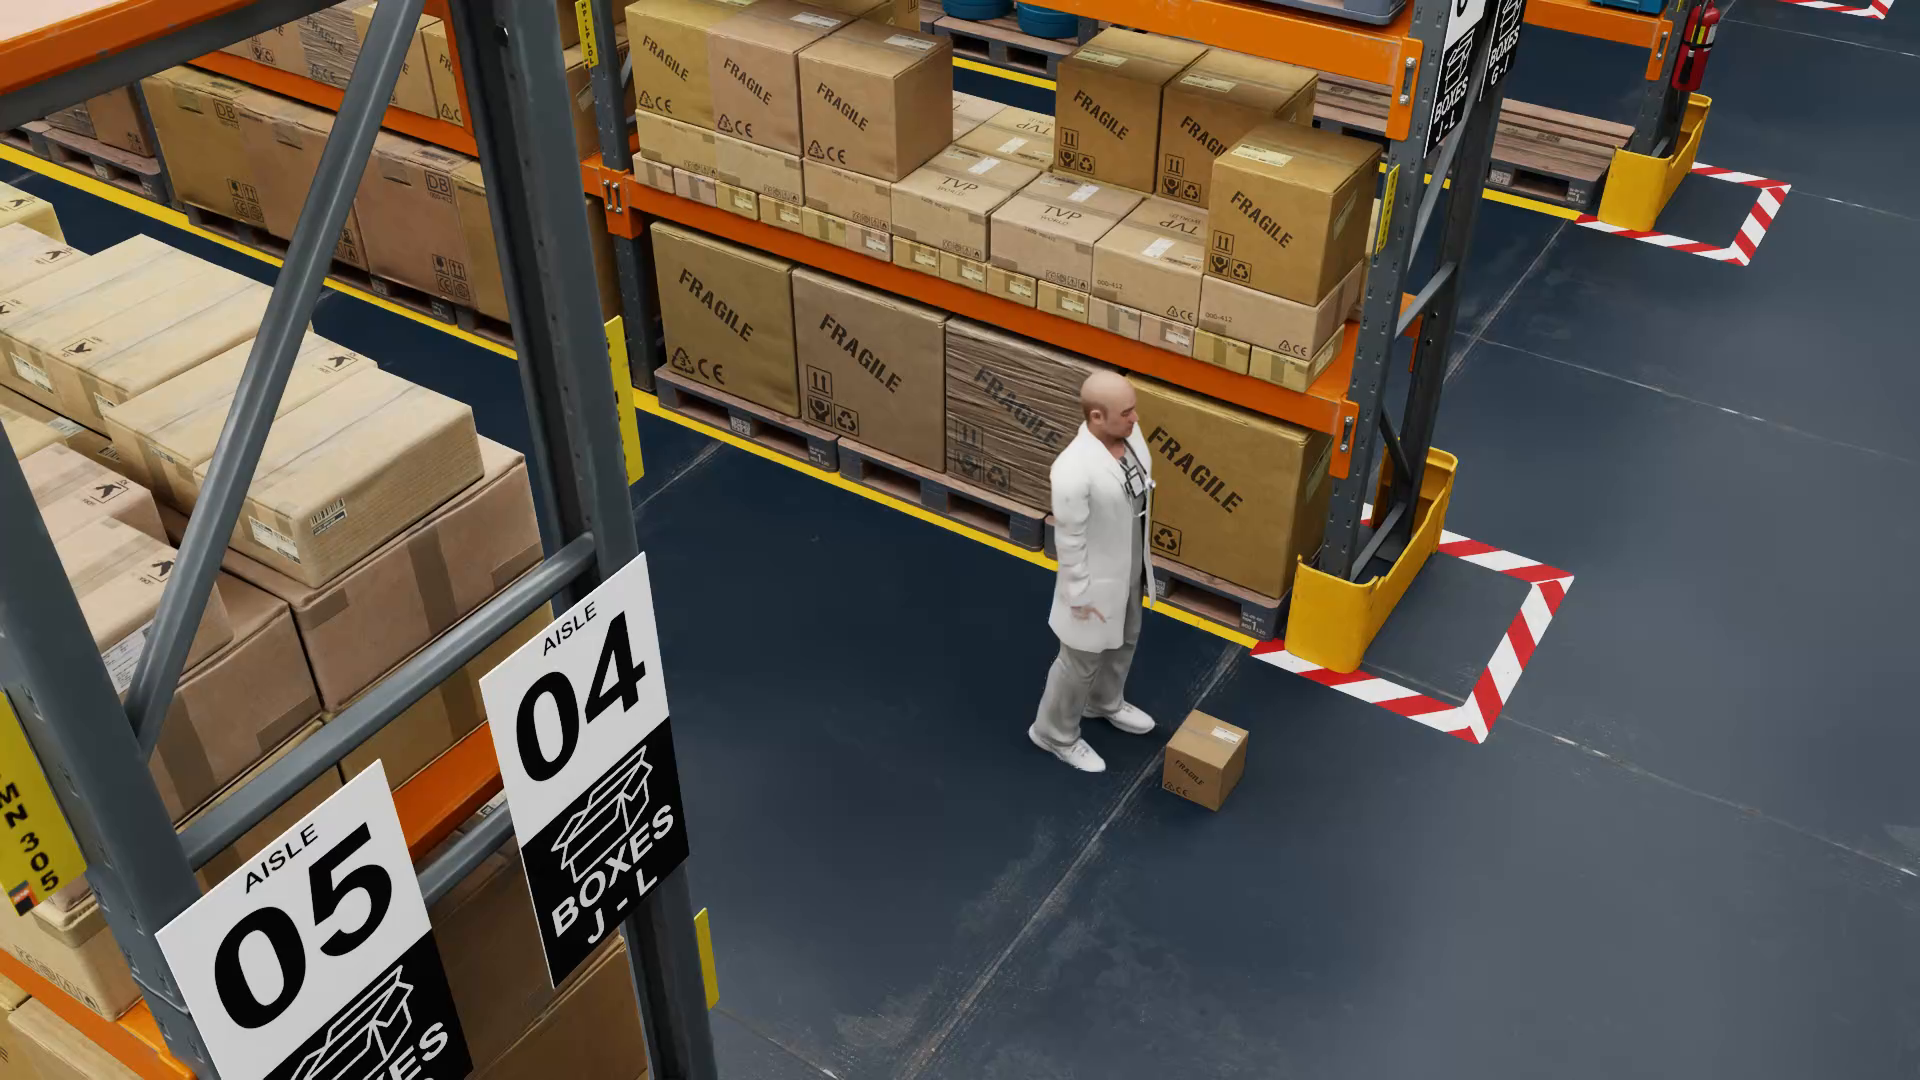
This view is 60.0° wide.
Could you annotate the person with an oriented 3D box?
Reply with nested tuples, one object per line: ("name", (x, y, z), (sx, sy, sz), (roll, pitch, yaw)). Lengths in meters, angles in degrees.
("person", (0.572, 0.133, 6.557), (0.438, 1.818, 0.566), (22, 43, 25))
